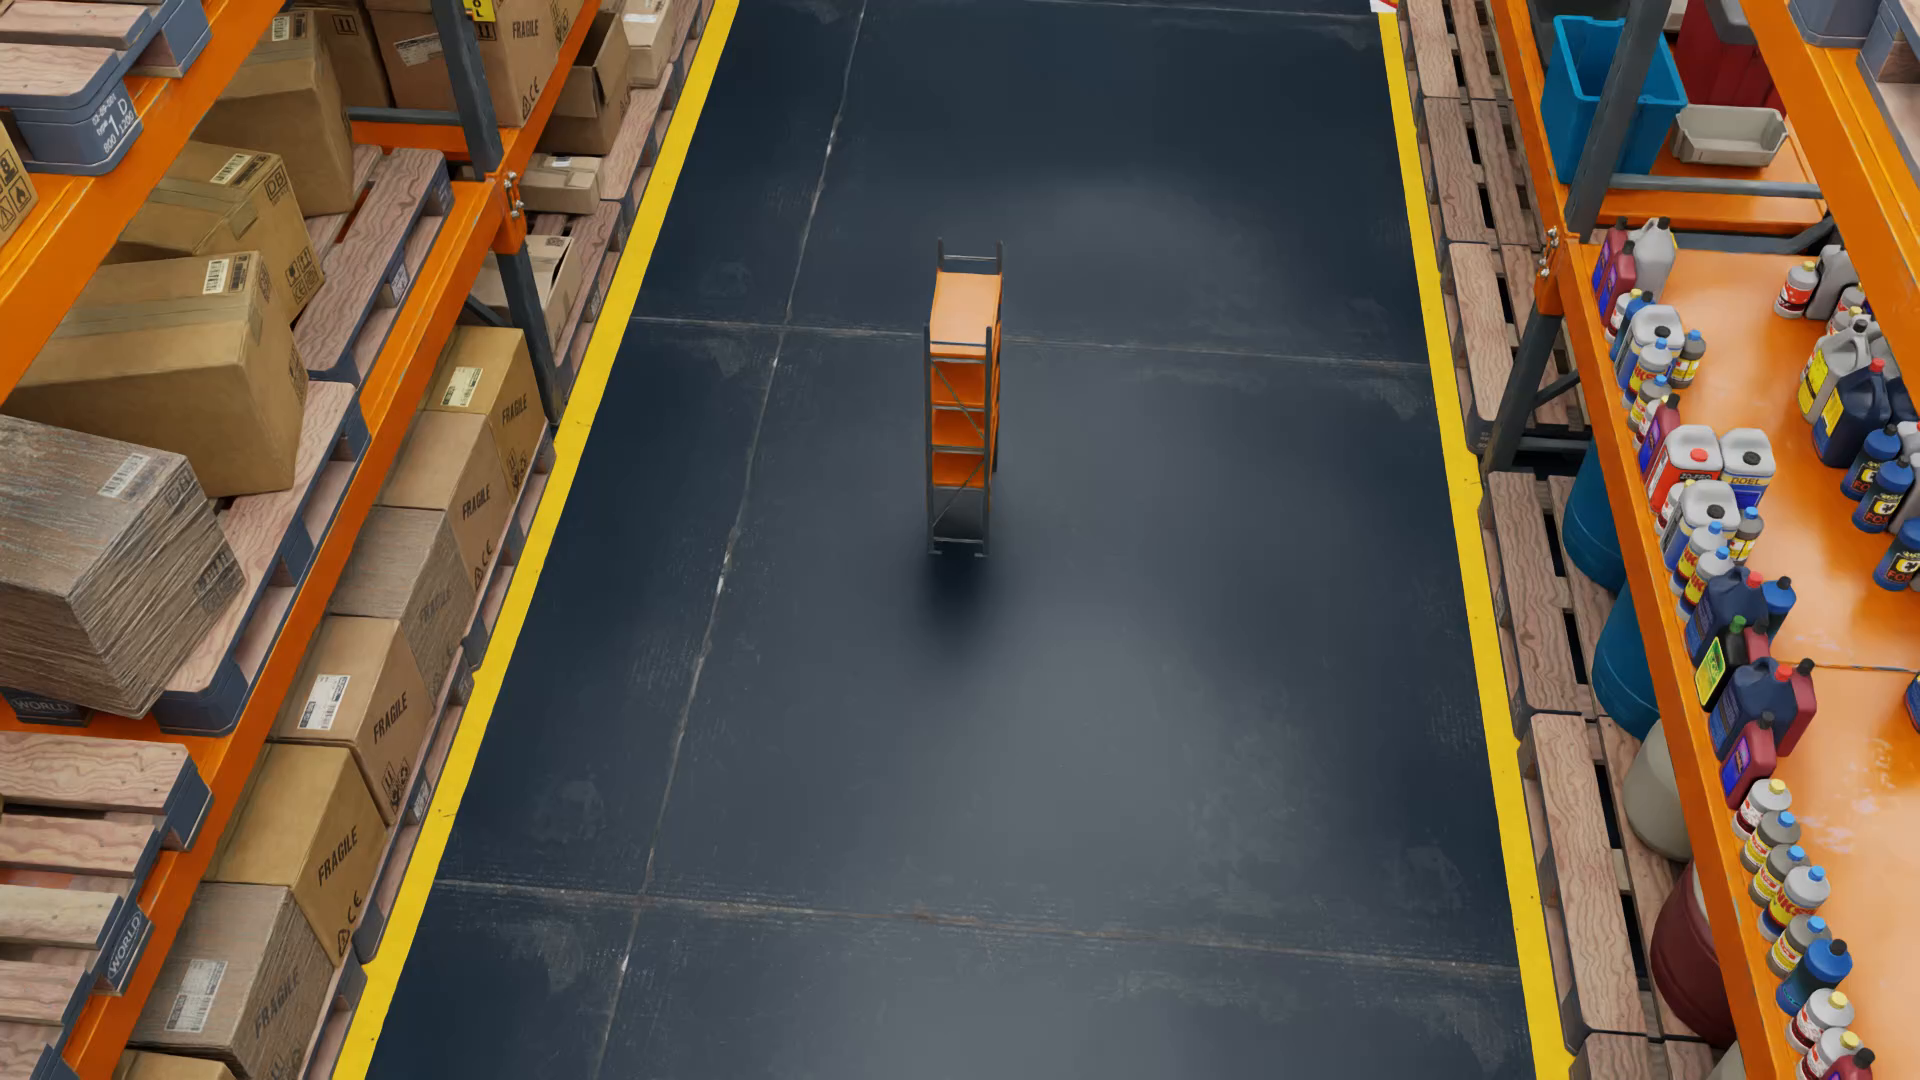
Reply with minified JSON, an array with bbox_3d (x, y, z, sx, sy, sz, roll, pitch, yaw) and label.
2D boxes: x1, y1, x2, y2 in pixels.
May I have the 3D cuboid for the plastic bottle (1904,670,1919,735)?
[{"bbox_3d":[2.675,0.368,4.440,0.144,0.351,0.185,4,48,4],"label":"plastic bottle"}]

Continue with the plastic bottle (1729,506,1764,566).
[{"bbox_3d":[2.296,-0.017,4.893,0.097,0.201,0.097,0,48,0],"label":"plastic bottle"}]

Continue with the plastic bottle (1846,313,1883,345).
[{"bbox_3d":[2.950,-0.622,5.397,0.152,0.276,0.135,4,48,4],"label":"plastic bottle"}]

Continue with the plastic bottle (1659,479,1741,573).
[{"bbox_3d":[2.170,-0.037,4.861,0.152,0.276,0.135,4,48,4],"label":"plastic bottle"}]

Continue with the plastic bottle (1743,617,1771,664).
[{"bbox_3d":[2.139,0.339,4.512,0.061,0.283,0.133,4,48,4],"label":"plastic bottle"}]

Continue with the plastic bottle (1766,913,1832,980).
[{"bbox_3d":[2.021,0.969,3.992,0.097,0.201,0.097,0,48,0],"label":"plastic bottle"}]

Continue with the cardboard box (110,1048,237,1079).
[{"bbox_3d":[-2.274,1.739,4.548,0.500,0.500,0.500,6,48,5],"label":"cardboard box"}]

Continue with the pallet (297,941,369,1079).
[{"bbox_3d":[-2.494,1.754,5.028,1.003,0.211,1.213,4,48,4],"label":"pallet"}]

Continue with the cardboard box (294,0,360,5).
[{"bbox_3d":[-2.447,-2.340,6.138,0.500,0.500,0.500,4,48,4],"label":"cardboard box"}]

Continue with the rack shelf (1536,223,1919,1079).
[{"bbox_3d":[2.515,0.468,4.802,1.077,0.370,4.000,4,48,4],"label":"rack shelf"}]

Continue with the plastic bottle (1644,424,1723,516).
[{"bbox_3d":[2.191,-0.207,5.017,0.152,0.276,0.135,4,48,4],"label":"plastic bottle"}]

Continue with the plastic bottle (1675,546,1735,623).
[{"bbox_3d":[2.123,0.120,4.721,0.097,0.271,0.097,0,48,0],"label":"plastic bottle"}]

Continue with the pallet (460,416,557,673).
[{"bbox_3d":[-2.272,-0.039,6.668,1.003,0.211,1.213,4,48,4],"label":"pallet"}]

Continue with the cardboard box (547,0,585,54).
[{"bbox_3d":[-1.874,-2.346,6.821,0.500,0.500,0.500,5,48,4],"label":"cardboard box"}]

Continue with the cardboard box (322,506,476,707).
[{"bbox_3d":[-2.094,0.228,5.930,0.500,0.500,0.500,4,48,4],"label":"cardboard box"}]

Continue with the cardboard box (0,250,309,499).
[{"bbox_3d":[-2.335,-0.453,4.805,0.700,0.500,0.500,-7,48,-6],"label":"cardboard box"}]

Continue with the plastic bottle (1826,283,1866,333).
[{"bbox_3d":[3.000,-0.779,5.590,0.097,0.201,0.097,0,48,0],"label":"plastic bottle"}]

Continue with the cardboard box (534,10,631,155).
[{"bbox_3d":[-2.069,-2.267,8.210,0.797,0.503,0.637,4,48,4],"label":"cardboard box"}]

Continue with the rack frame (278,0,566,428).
[{"bbox_3d":[-2.235,-1.580,6.188,1.000,3.000,0.127,4,48,4],"label":"rack frame"}]

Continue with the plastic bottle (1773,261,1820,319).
[{"bbox_3d":[2.857,-0.860,5.665,0.097,0.201,0.097,0,48,0],"label":"plastic bottle"}]

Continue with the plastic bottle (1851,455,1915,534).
[{"bbox_3d":[2.766,-0.146,4.964,0.097,0.271,0.097,0,48,0],"label":"plastic bottle"}]

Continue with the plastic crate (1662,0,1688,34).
[{"bbox_3d":[3.020,-2.334,6.918,0.437,0.282,0.530,4,48,4],"label":"plastic crate"}]

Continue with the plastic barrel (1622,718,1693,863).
[{"bbox_3d":[2.426,0.782,5.430,0.421,0.512,0.421,0,48,0],"label":"plastic barrel"}]

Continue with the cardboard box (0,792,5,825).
[{"bbox_3d":[-2.654,0.714,3.738,0.700,0.500,0.500,-11,48,-10],"label":"cardboard box"}]

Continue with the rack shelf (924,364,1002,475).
[{"bbox_3d":[0.015,-0.481,6.494,0.258,0.148,0.480,4,48,4],"label":"rack shelf"}]

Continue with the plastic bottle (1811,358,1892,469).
[{"bbox_3d":[2.779,-0.404,5.146,0.144,0.351,0.185,4,48,4],"label":"plastic bottle"}]

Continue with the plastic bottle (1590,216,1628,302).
[{"bbox_3d":[2.239,-0.964,5.704,0.061,0.283,0.133,4,48,4],"label":"plastic bottle"}]

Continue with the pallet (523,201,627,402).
[{"bbox_3d":[-2.172,-1.143,7.679,1.003,0.211,1.213,4,48,4],"label":"pallet"}]

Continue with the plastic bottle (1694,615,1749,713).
[{"bbox_3d":[2.078,0.335,4.516,0.061,0.283,0.133,4,48,4],"label":"plastic bottle"}]

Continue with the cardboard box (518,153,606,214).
[{"bbox_3d":[-1.913,-1.702,7.922,0.380,0.166,0.250,4,48,4],"label":"cardboard box"}]

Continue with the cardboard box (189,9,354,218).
[{"bbox_3d":[-2.501,-1.422,5.692,0.700,0.500,0.500,-11,48,-10],"label":"cardboard box"}]

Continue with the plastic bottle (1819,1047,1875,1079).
[{"bbox_3d":[1.966,1.239,3.689,0.061,0.283,0.133,4,48,4],"label":"plastic bottle"}]

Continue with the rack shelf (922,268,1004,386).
[{"bbox_3d":[0.015,-0.792,6.154,0.258,0.148,0.480,4,48,4],"label":"rack shelf"}]

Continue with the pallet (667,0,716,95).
[{"bbox_3d":[-1.949,-2.936,9.319,1.003,0.211,1.213,4,48,4],"label":"pallet"}]

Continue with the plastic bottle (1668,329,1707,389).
[{"bbox_3d":[2.368,-0.599,5.426,0.097,0.201,0.097,0,48,0],"label":"plastic bottle"}]

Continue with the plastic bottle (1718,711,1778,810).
[{"bbox_3d":[2.049,0.569,4.302,0.061,0.283,0.133,4,48,4],"label":"plastic bottle"}]

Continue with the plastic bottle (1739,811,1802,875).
[{"bbox_3d":[2.048,0.754,4.188,0.097,0.201,0.097,0,48,0],"label":"plastic bottle"}]

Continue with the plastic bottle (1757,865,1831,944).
[{"bbox_3d":[2.030,0.873,4.032,0.097,0.271,0.097,0,48,0],"label":"plastic bottle"}]

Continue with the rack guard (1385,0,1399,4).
[{"bbox_3d":[3.051,-3.358,9.509,1.175,0.500,0.348,4,48,4],"label":"rack guard"}]

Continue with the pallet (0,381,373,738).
[{"bbox_3d":[-2.427,-0.005,4.878,1.003,0.211,1.213,4,48,4],"label":"pallet"}]

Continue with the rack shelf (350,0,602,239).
[{"bbox_3d":[-2.053,-2.807,7.798,1.077,0.370,4.000,4,48,4],"label":"rack shelf"}]

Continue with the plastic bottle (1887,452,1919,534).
[{"bbox_3d":[2.892,-0.153,4.967,0.152,0.276,0.135,4,48,4],"label":"plastic bottle"}]

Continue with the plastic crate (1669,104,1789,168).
[{"bbox_3d":[2.882,-1.508,6.260,0.396,0.136,0.243,4,48,4],"label":"plastic crate"}]

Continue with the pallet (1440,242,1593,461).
[{"bbox_3d":[2.726,-0.846,7.407,1.003,0.211,1.213,4,48,4],"label":"pallet"}]

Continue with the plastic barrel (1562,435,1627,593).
[{"bbox_3d":[2.631,-0.279,6.136,0.600,0.901,0.708,4,48,4],"label":"plastic barrel"}]

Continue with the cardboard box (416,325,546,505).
[{"bbox_3d":[-1.995,-0.503,6.599,0.500,0.500,0.500,4,48,3],"label":"cardboard box"}]

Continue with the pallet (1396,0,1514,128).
[{"bbox_3d":[2.948,-2.639,9.047,1.003,0.211,1.213,4,48,4],"label":"pallet"}]

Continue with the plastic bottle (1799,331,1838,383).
[{"bbox_3d":[2.824,-0.592,5.419,0.097,0.201,0.097,0,48,0],"label":"plastic bottle"}]

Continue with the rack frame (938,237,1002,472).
[{"bbox_3d":[0.037,-0.706,6.608,0.240,1.200,0.015,4,48,4],"label":"rack frame"}]

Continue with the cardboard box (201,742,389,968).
[{"bbox_3d":[-2.181,0.986,5.237,0.500,0.500,0.500,3,48,3],"label":"cardboard box"}]

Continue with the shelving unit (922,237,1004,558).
[{"bbox_3d":[0.015,-0.527,6.444,0.258,1.200,0.503,4,48,4],"label":"shelving unit"}]

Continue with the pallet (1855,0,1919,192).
[{"bbox_3d":[2.623,-0.777,3.549,1.003,0.211,1.213,4,48,4],"label":"pallet"}]

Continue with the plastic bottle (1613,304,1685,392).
[{"bbox_3d":[2.242,-0.619,5.393,0.152,0.276,0.135,4,48,4],"label":"plastic bottle"}]

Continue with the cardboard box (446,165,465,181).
[{"bbox_3d":[-2.466,-1.323,7.349,0.500,0.500,0.500,4,48,4],"label":"cardboard box"}]

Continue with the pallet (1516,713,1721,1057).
[{"bbox_3d":[2.477,1.160,5.572,1.003,0.211,1.213,4,48,4],"label":"pallet"}]

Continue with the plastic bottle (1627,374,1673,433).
[{"bbox_3d":[2.196,-0.439,5.279,0.097,0.201,0.097,0,48,0],"label":"plastic bottle"}]

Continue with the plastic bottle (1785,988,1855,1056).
[{"bbox_3d":[2.003,1.112,3.861,0.097,0.201,0.097,0,48,0],"label":"plastic bottle"}]

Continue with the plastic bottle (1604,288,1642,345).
[{"bbox_3d":[2.235,-0.752,5.566,0.097,0.201,0.097,0,48,0],"label":"plastic bottle"}]

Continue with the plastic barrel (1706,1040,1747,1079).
[{"bbox_3d":[2.323,1.612,4.671,0.421,0.512,0.421,0,48,0],"label":"plastic barrel"}]

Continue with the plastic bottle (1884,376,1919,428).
[{"bbox_3d":[2.923,-0.394,5.137,0.144,0.351,0.185,4,48,4],"label":"plastic bottle"}]
